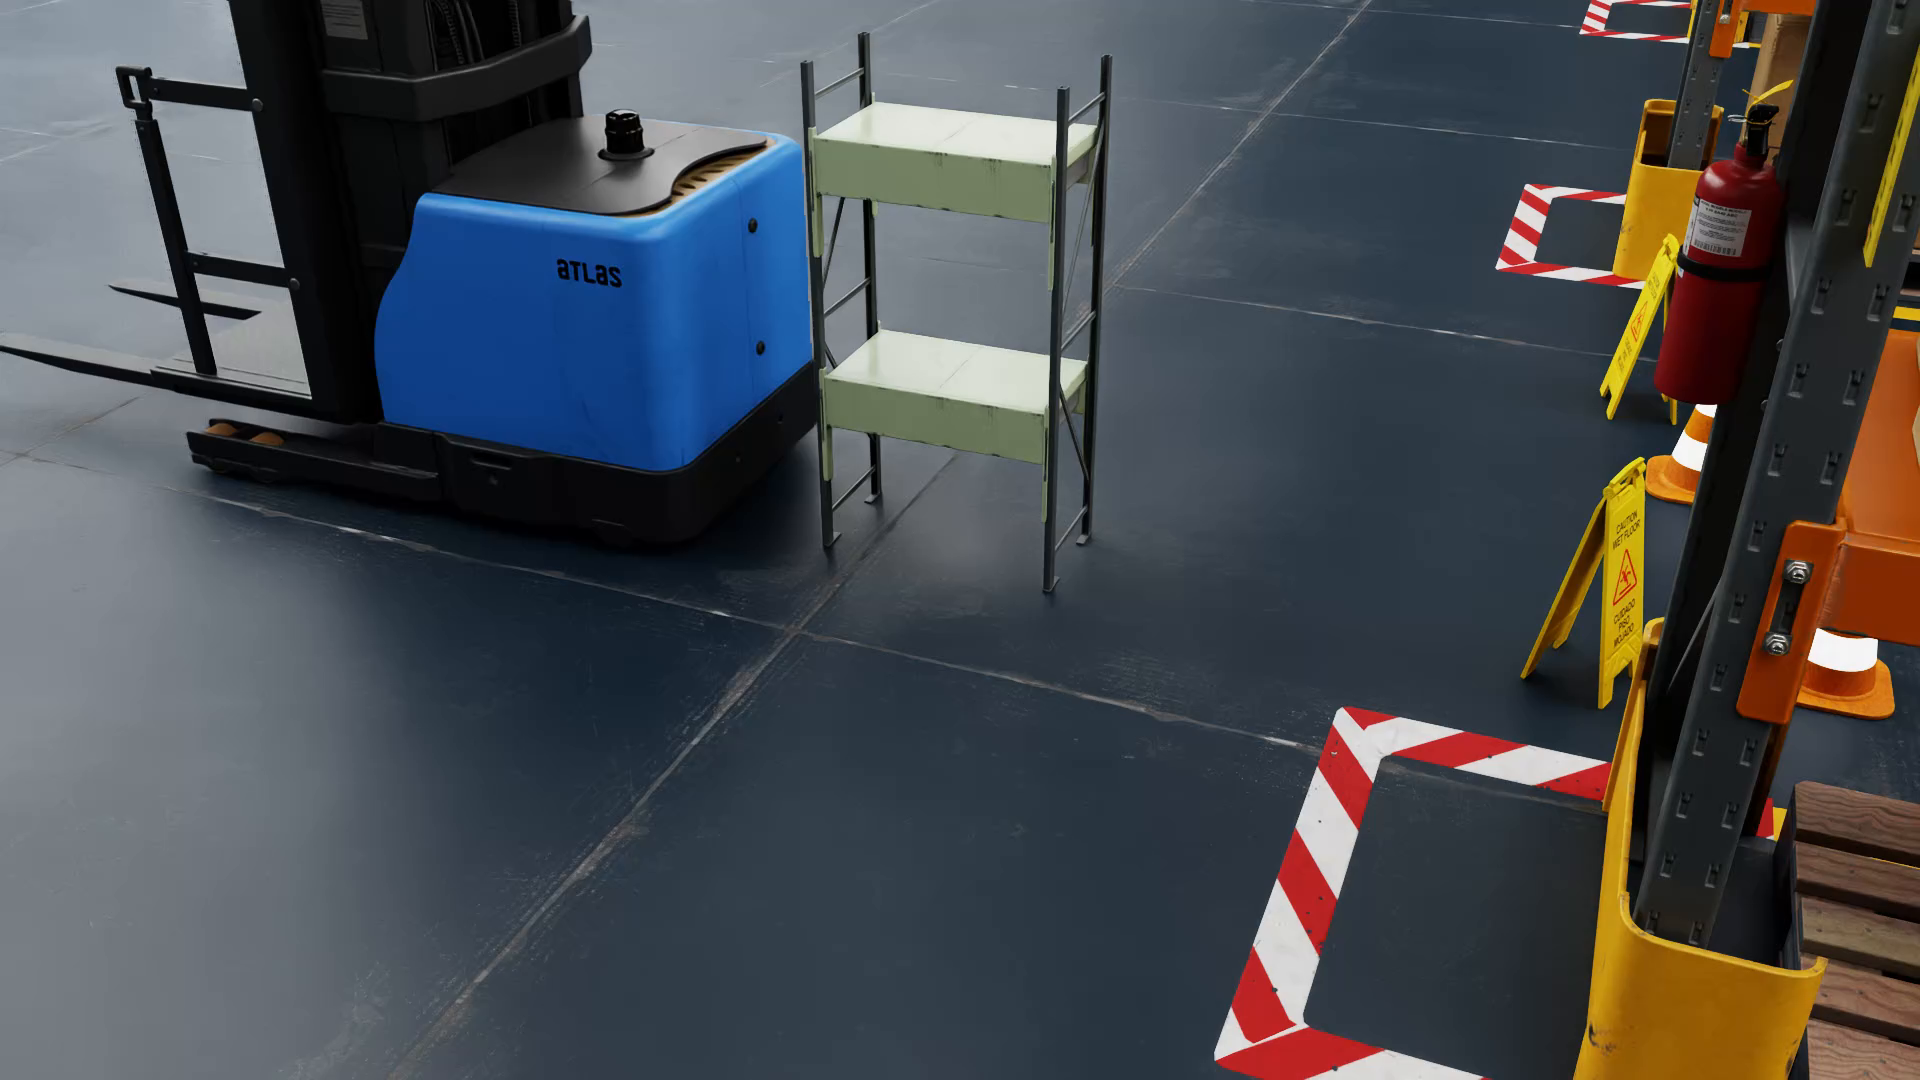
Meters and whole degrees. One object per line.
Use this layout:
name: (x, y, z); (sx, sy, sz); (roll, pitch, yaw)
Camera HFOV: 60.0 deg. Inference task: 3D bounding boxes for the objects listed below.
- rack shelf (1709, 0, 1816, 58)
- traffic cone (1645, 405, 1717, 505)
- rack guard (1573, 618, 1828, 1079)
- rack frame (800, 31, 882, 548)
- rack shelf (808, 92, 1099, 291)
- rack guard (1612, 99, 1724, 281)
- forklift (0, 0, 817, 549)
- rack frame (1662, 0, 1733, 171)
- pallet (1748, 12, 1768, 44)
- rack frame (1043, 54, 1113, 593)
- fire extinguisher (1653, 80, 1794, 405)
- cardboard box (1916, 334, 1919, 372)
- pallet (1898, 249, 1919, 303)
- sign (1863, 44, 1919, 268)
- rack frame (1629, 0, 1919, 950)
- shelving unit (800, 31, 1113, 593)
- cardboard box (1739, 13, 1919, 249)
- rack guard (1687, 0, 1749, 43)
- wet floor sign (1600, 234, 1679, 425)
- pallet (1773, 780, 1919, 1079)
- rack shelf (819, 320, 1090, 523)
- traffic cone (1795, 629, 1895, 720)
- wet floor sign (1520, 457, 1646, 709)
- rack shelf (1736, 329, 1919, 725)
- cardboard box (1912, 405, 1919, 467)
rack shelf: (5.112, -2.006, 6.482); (4.000, 0.370, 1.077); (11, 31, 19)
traffic cone: (2.477, -0.387, 5.464); (0.334, 0.463, 0.336); (11, 31, 19)
rack guard: (1.562, 0.688, 3.524); (0.348, 0.500, 1.175); (11, 31, 19)
rack frame: (-0.345, -0.722, 5.003); (0.023, 1.500, 0.400); (11, 31, 19)
rack shelf: (-0.006, -0.994, 4.691); (0.720, 0.370, 0.431); (11, 31, 19)
rack guard: (3.237, -1.606, 7.583); (0.348, 0.500, 1.175); (11, 31, 19)
forklift: (-2.064, -1.697, 5.273); (3.031, 2.935, 1.130); (11, 31, 18)
rack frame: (3.259, -2.689, 6.960); (0.127, 3.000, 1.000); (11, 31, 19)
pallet: (6.028, -3.538, 11.295); (1.213, 0.211, 1.003); (11, 31, 19)
rack frame: (0.333, -0.586, 4.763); (0.023, 1.500, 0.400); (11, 31, 19)
fire extinguisher: (1.559, -0.611, 3.362); (0.183, 0.674, 0.296); (11, 31, 19)
cardboard box: (1.919, -0.333, 3.046); (0.250, 0.149, 0.380); (12, 32, 21)
pallet: (4.029, -1.363, 7.447); (1.213, 0.211, 1.003); (11, 31, 19)
sign: (1.288, -0.543, 2.283); (0.005, 0.325, 0.100); (11, 31, 19)
rack frame: (1.492, -0.414, 2.934); (0.127, 3.000, 1.000); (11, 31, 19)
shelving unit: (-0.006, -0.654, 4.883); (0.755, 1.500, 0.431); (11, 31, 19)
cardboard box: (3.912, -1.852, 7.211); (0.875, 0.875, 0.875); (11, 31, 19)
rack guard: (5.288, -3.830, 11.518); (0.348, 0.500, 1.175); (11, 31, 19)
wet floor sign: (2.488, -0.767, 5.951); (0.232, 0.644, 0.267); (6, 30, 11)
pallet: (2.302, 0.981, 3.300); (1.213, 0.211, 1.003); (11, 31, 19)
rack shelf: (-0.006, -0.370, 5.044); (0.720, 0.370, 0.431); (11, 31, 19)
traffic cone: (2.375, 0.182, 4.458); (0.334, 0.463, 0.336); (11, 31, 19)
wet floor sign: (1.718, 0.088, 4.438); (0.232, 0.644, 0.267); (24, 37, 36)
rack shelf: (3.345, 0.269, 2.456); (4.000, 0.370, 1.077); (11, 31, 19)
cardboard box: (1.729, -0.147, 2.717); (0.250, 0.149, 0.380); (11, 31, 19)
